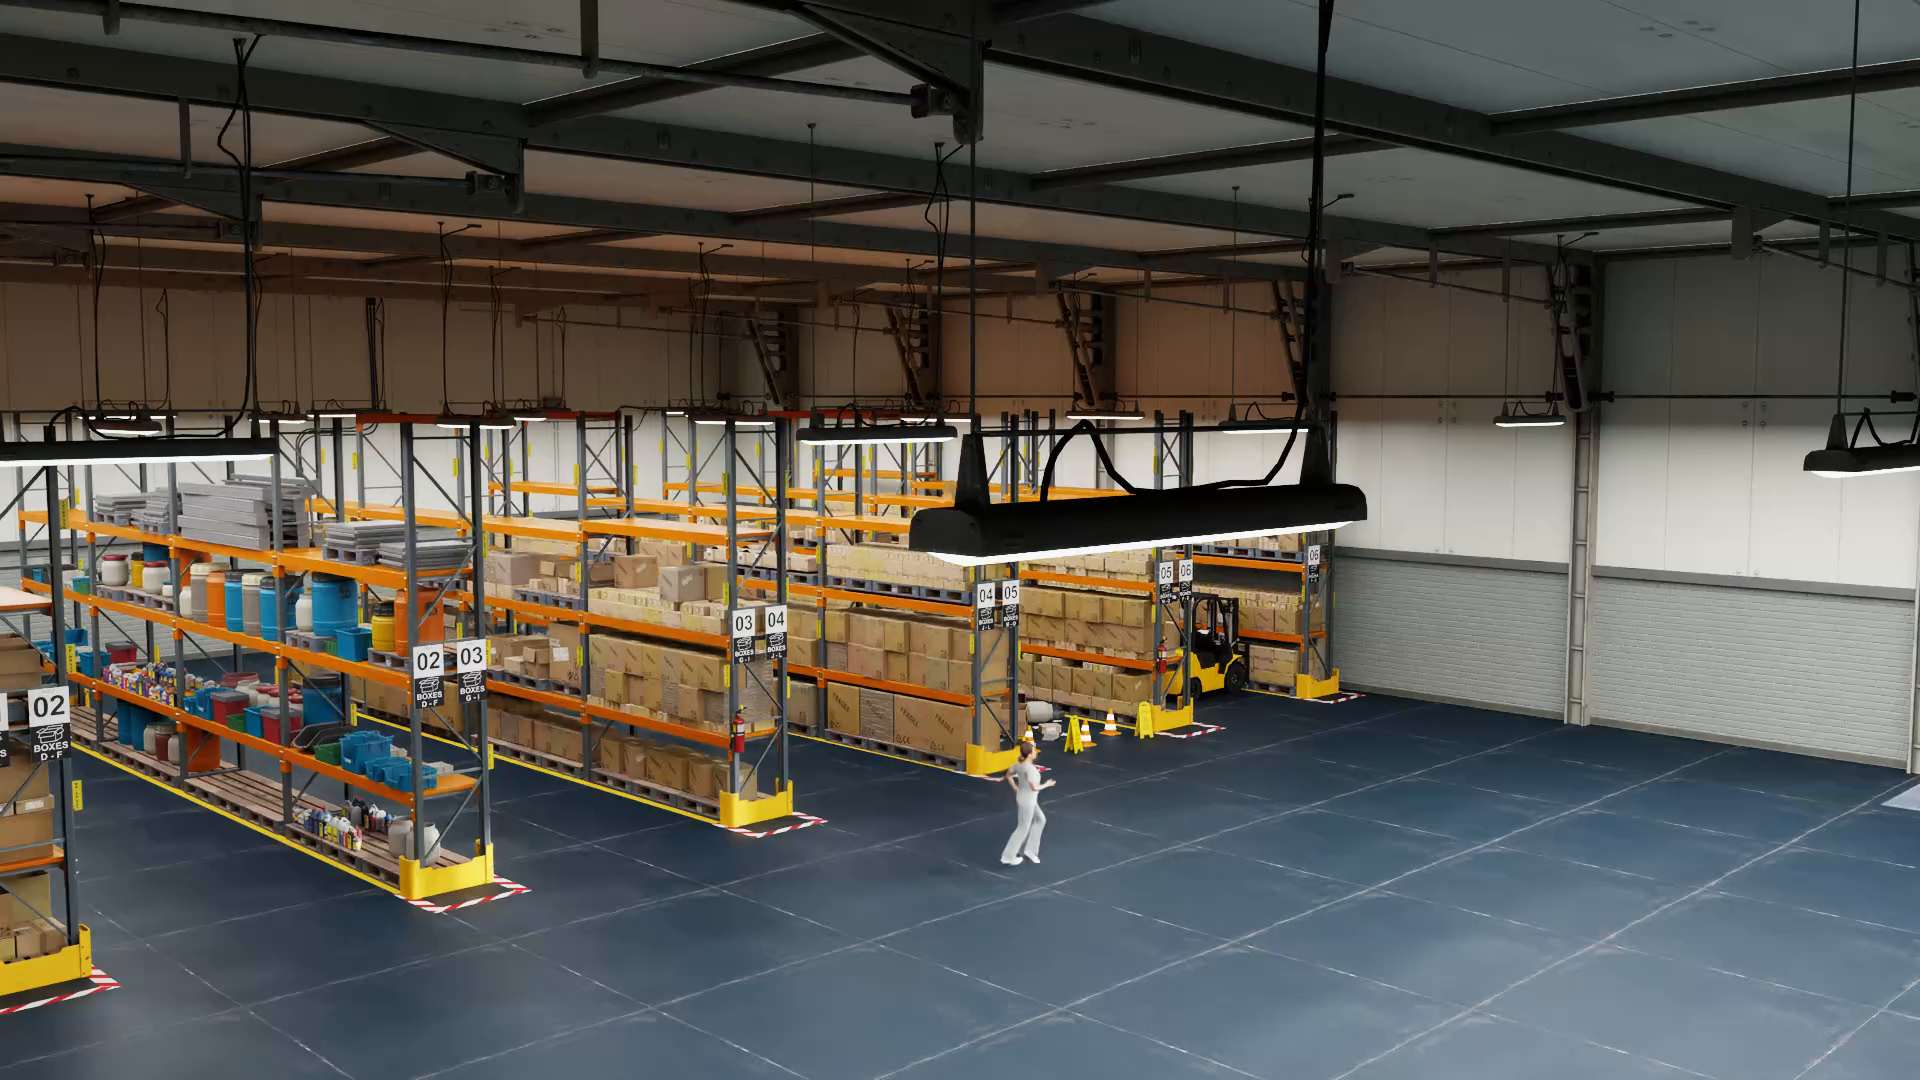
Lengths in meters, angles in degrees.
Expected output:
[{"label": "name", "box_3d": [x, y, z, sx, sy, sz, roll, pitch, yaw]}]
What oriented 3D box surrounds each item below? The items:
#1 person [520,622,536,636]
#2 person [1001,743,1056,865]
[{"label": "person", "box_3d": [-10.724, 1.875, 41.364, 0.608, 1.737, 0.722, -4, 6, -36]}, {"label": "person", "box_3d": [0.903, 3.562, 22.365, 0.761, 1.699, 0.516, -1, 5, -13]}]
